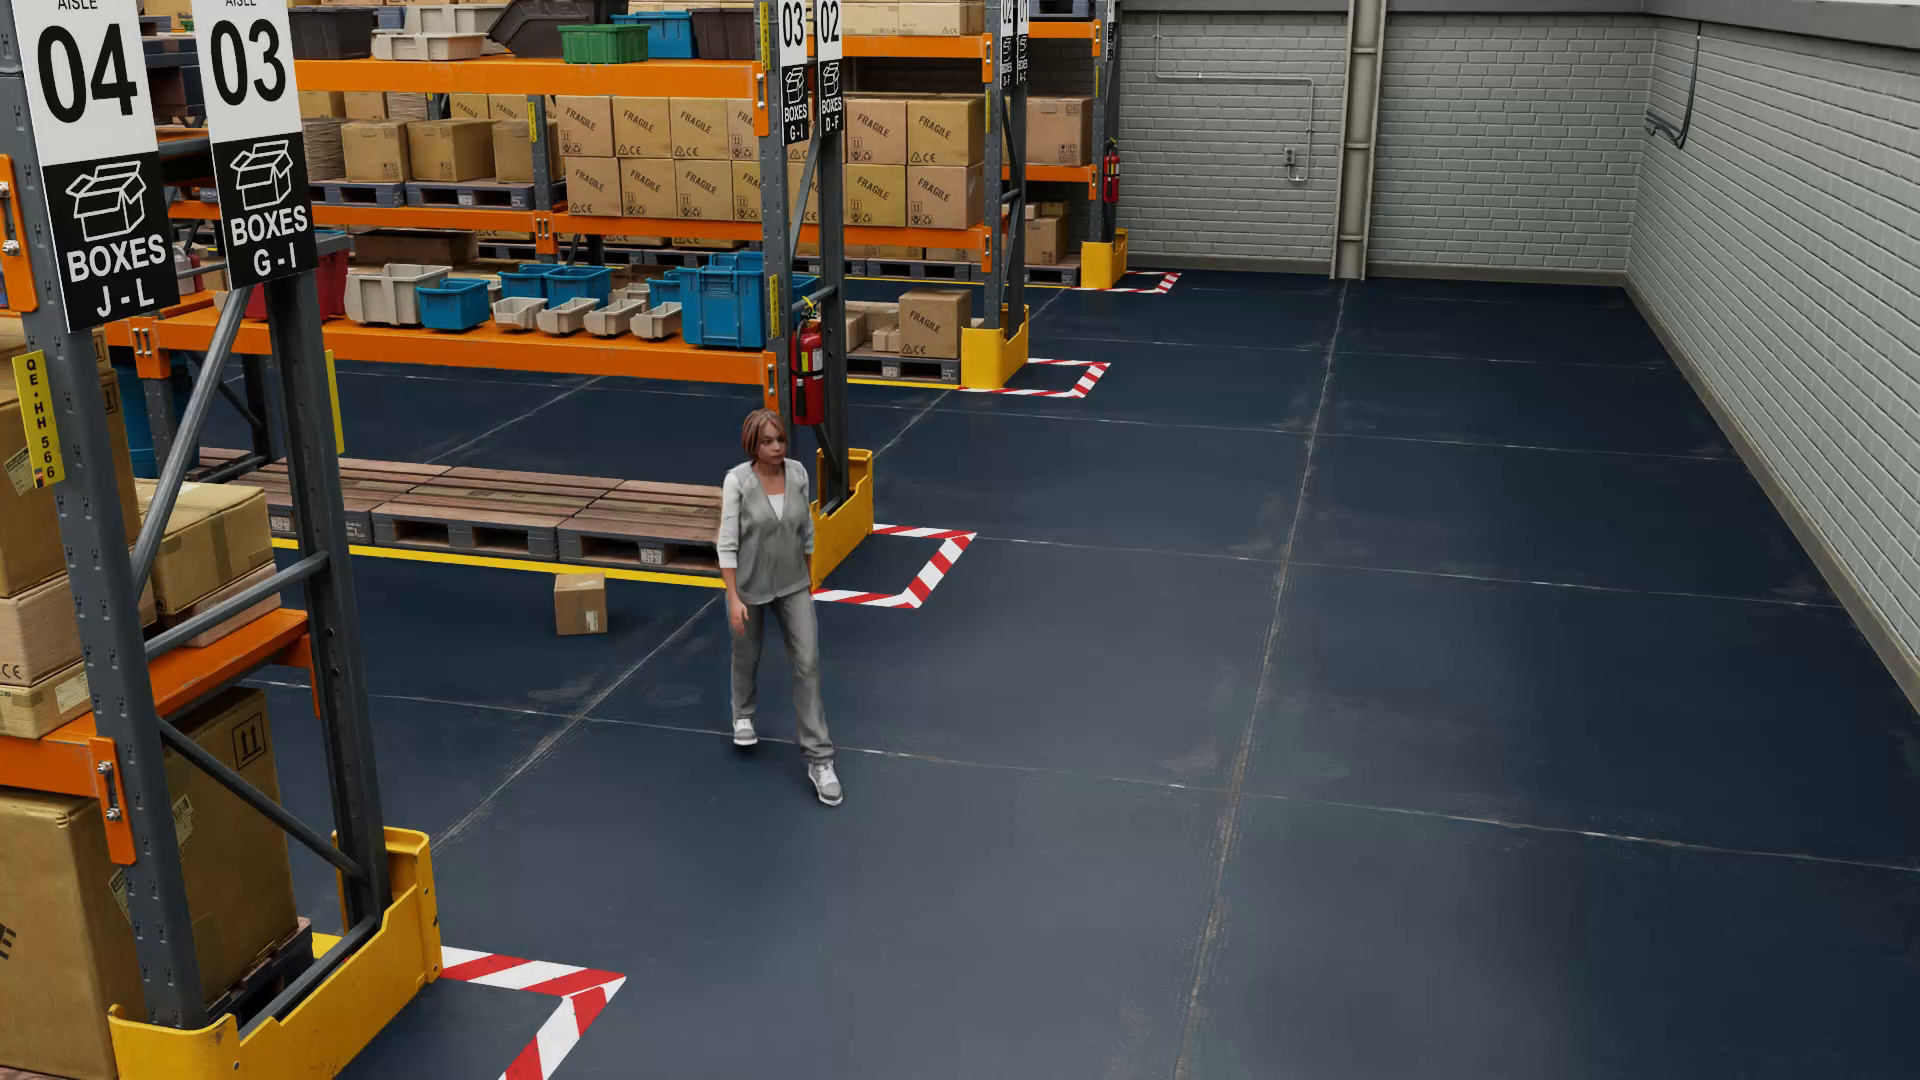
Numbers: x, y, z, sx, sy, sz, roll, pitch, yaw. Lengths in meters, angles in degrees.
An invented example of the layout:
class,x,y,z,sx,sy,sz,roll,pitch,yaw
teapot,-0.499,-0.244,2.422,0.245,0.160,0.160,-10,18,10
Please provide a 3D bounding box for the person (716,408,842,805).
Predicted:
class,x,y,z,sx,sy,sz,roll,pitch,yaw
person,-0.774,0.228,6.882,0.462,1.577,0.862,-8,20,-22
